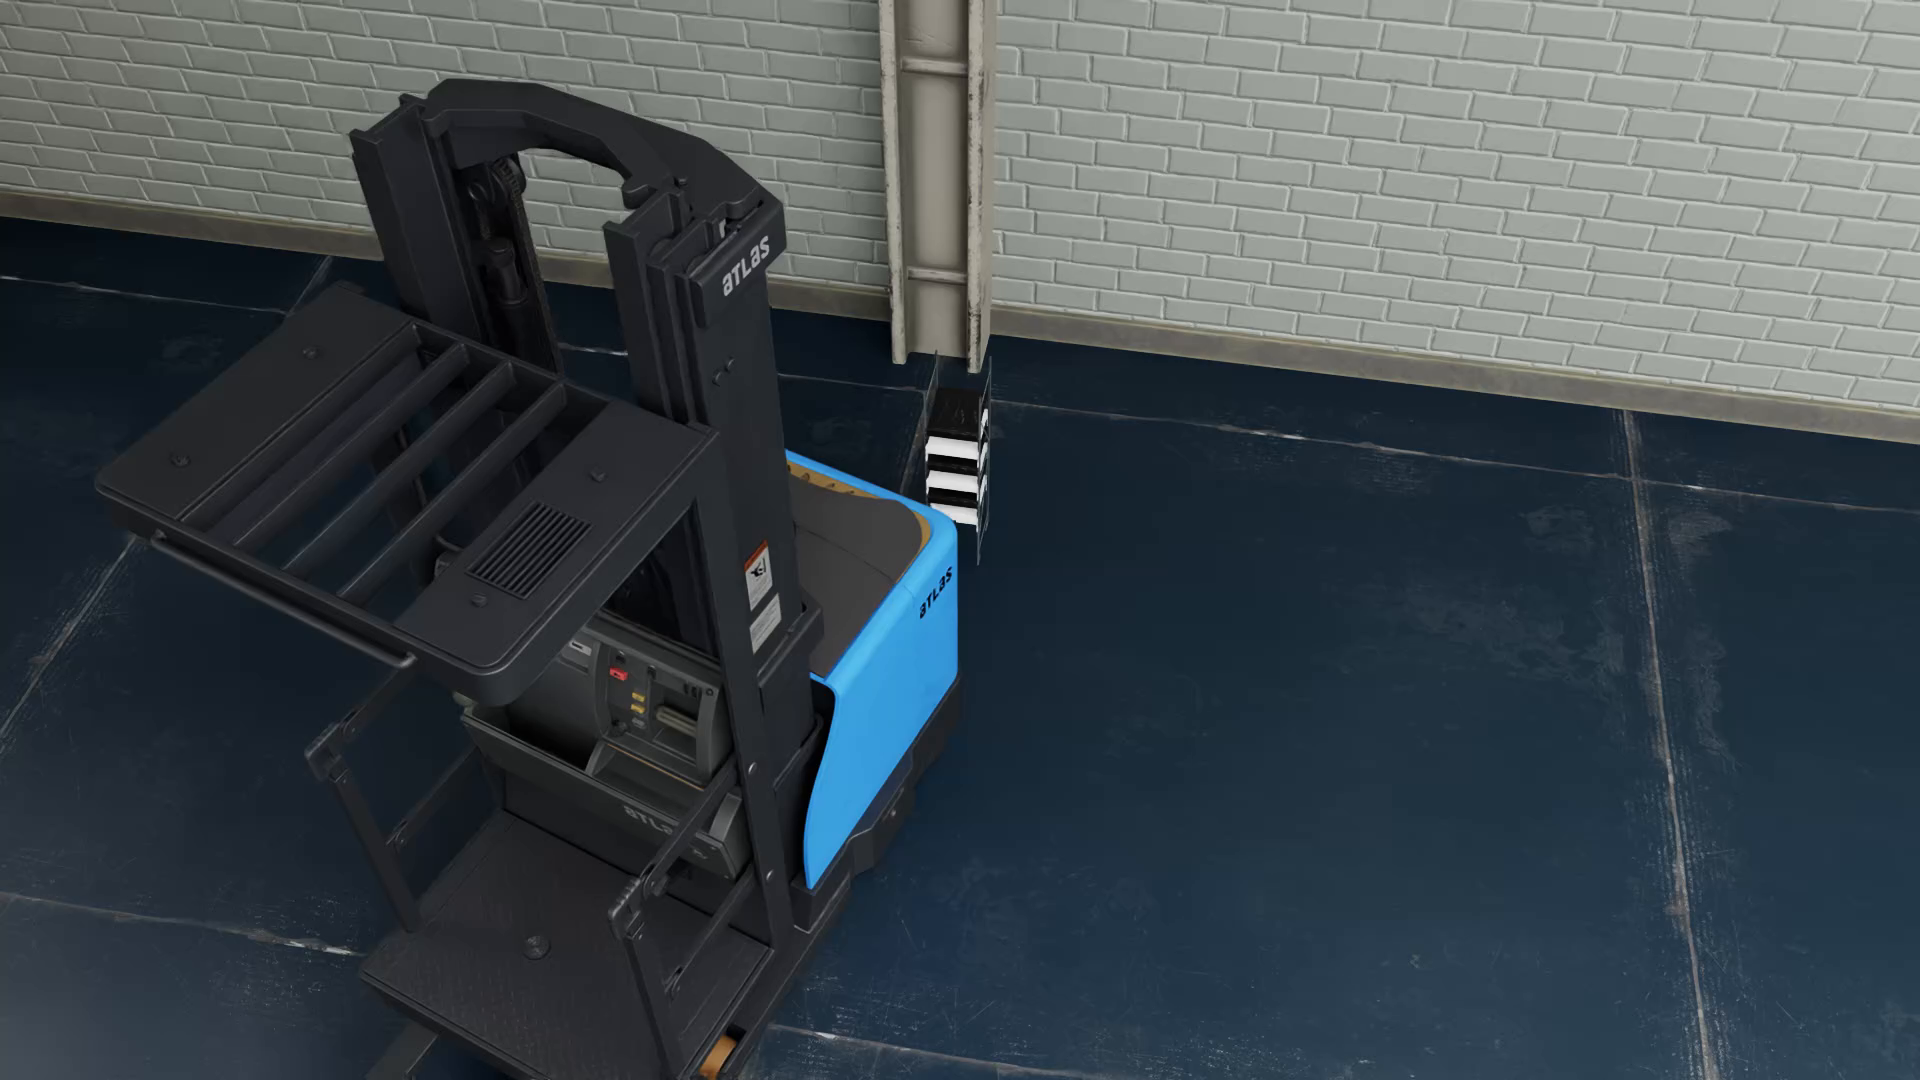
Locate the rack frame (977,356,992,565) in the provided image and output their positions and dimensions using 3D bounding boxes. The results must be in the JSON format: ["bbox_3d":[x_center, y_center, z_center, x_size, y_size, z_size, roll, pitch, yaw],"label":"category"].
[{"bbox_3d":[0.092,-0.288,6.376,0.006,0.900,0.240,8,49,7],"label":"rack frame"}]

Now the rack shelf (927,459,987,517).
[{"bbox_3d":[-0.008,-0.219,6.480,0.200,0.077,0.258,8,49,7],"label":"rack shelf"}]

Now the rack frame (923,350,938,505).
[{"bbox_3d":[-0.108,-0.315,6.400,0.006,0.900,0.240,8,49,7],"label":"rack frame"}]

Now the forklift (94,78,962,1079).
[{"bbox_3d":[-1.139,0.459,4.339,1.130,2.935,3.031,22,52,19],"label":"forklift"}]

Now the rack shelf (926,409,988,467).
[{"bbox_3d":[-0.008,-0.400,6.279,0.200,0.077,0.258,8,49,7],"label":"rack shelf"}]

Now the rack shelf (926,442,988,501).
[{"bbox_3d":[-0.008,-0.280,6.413,0.200,0.077,0.258,8,49,7],"label":"rack shelf"}]

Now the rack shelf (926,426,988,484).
[{"bbox_3d":[-0.008,-0.340,6.346,0.200,0.077,0.258,8,49,7],"label":"rack shelf"}]

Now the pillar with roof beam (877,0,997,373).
[{"bbox_3d":[-0.847,-0.735,1.333,0.400,9.000,9.100,8,49,7],"label":"pillar with roof beam"}]

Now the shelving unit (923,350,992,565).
[{"bbox_3d":[-0.008,-0.302,6.388,0.210,0.900,0.258,8,49,7],"label":"shelving unit"}]

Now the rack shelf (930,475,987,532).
[{"bbox_3d":[-0.008,-0.159,6.547,0.200,0.077,0.258,8,49,7],"label":"rack shelf"}]

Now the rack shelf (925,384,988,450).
[{"bbox_3d":[-0.008,-0.460,6.212,0.200,0.077,0.258,8,49,7],"label":"rack shelf"}]
